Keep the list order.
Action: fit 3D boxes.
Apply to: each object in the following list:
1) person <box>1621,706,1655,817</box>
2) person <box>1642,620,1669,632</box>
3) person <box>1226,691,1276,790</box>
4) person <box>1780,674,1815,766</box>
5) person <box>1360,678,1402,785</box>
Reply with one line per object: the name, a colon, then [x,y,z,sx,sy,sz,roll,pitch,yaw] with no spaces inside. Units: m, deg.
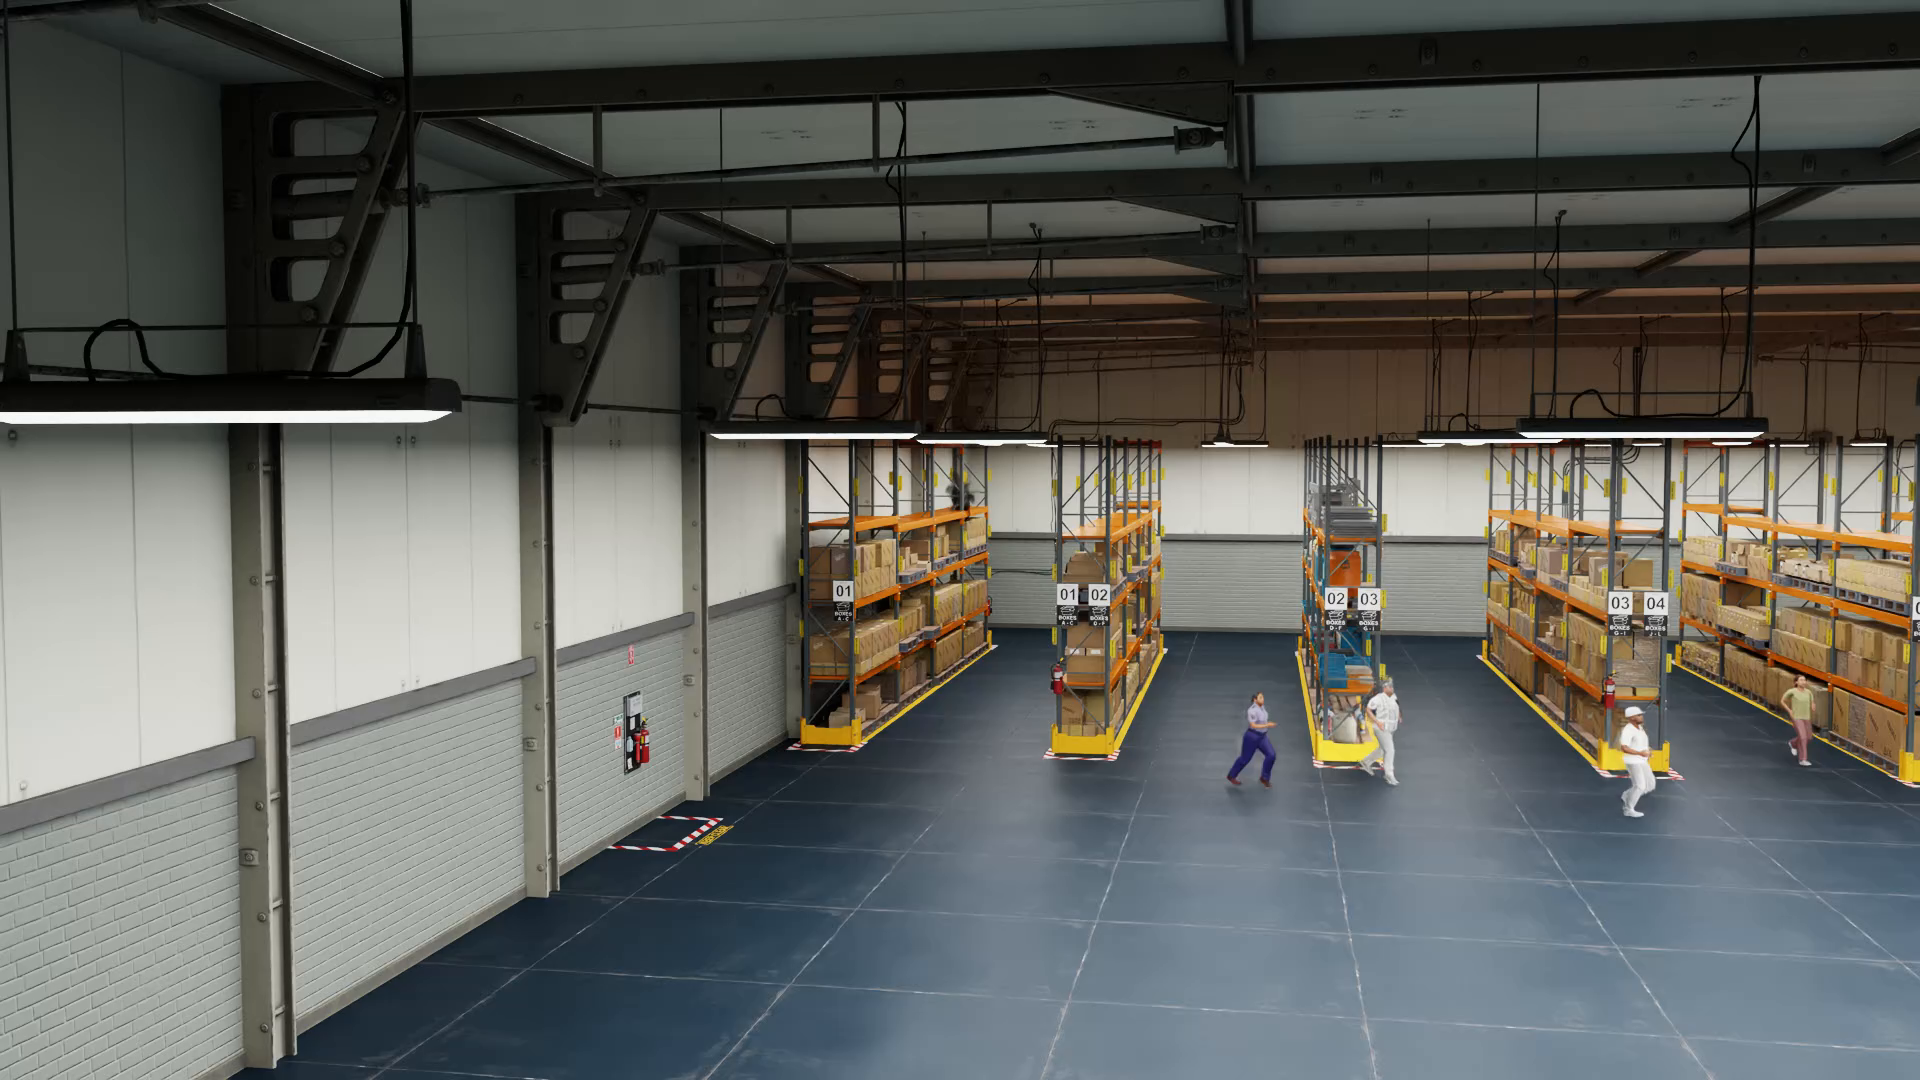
person: [10.560,3.452,25.883,0.585,1.721,0.691,3,4,43]
person: [17.619,2.612,42.124,0.624,1.804,0.761,1,3,15]
person: [4.976,3.388,28.132,0.873,1.691,0.610,2,4,38]
person: [15.312,3.260,30.341,0.589,1.635,0.802,0,3,-3]
person: [7.325,3.283,28.808,0.673,1.836,0.826,-3,4,-43]
